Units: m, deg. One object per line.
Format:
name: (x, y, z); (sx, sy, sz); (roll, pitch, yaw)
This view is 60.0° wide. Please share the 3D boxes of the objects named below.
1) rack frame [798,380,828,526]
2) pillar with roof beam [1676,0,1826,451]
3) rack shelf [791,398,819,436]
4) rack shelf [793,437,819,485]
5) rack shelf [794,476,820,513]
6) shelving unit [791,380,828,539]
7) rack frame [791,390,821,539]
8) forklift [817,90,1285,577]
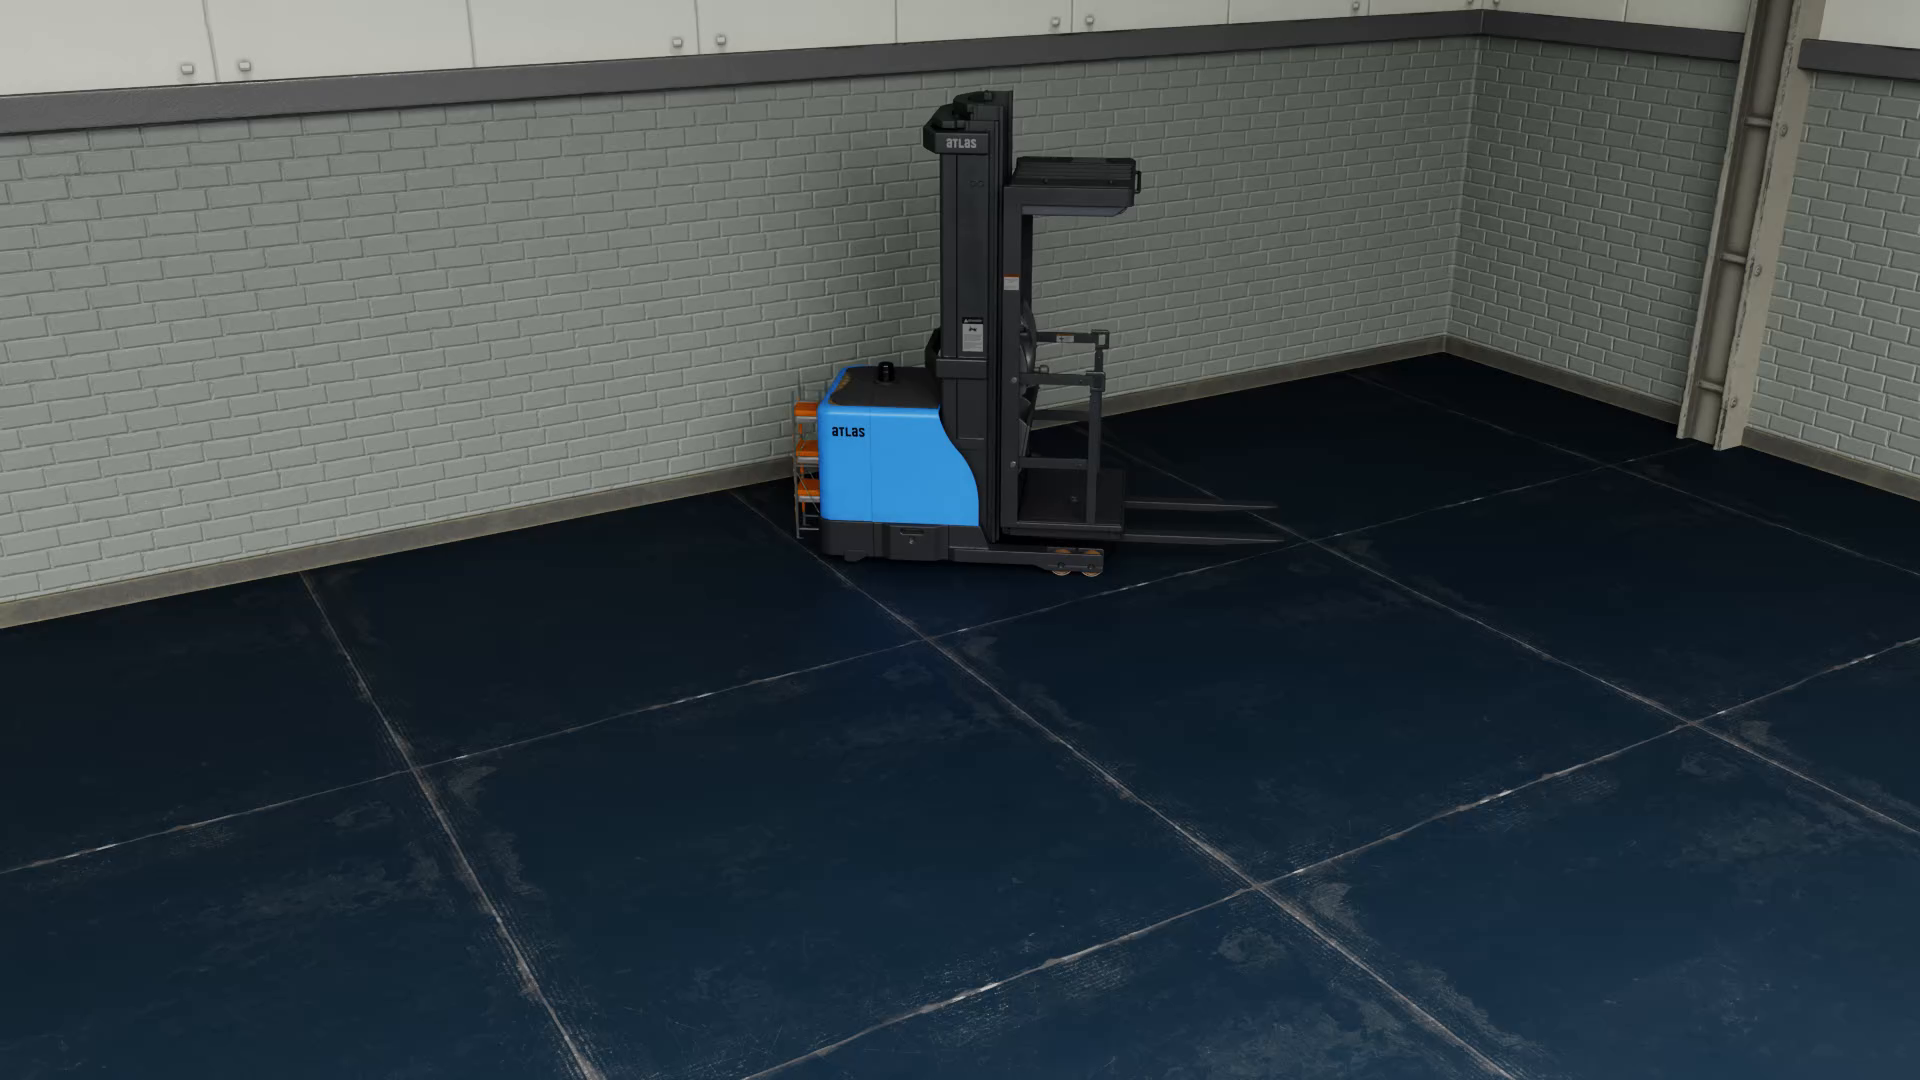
rack frame: (-0.990, -0.586, 11.359); (0.200, 1.050, 0.008); (2, 22, 5)
pillar with roof beam: (2.275, -4.134, 9.531); (9.100, 9.000, 0.400); (-13, 25, -28)
rack shelf: (-1.001, -0.793, 11.143); (0.215, 0.259, 0.240); (2, 22, 5)
rack shelf: (-1.001, -0.530, 11.250); (0.215, 0.259, 0.240); (2, 22, 5)
rack shelf: (-1.001, -0.273, 11.355); (0.215, 0.259, 0.240); (2, 22, 5)
shelving unit: (-1.001, -0.540, 11.246); (0.215, 1.050, 0.252); (2, 22, 5)
rack frame: (-1.013, -0.494, 11.134); (0.200, 1.050, 0.008); (2, 22, 5)
forklift: (0.624, -1.333, 10.697); (3.031, 2.935, 1.130); (2, 22, 6)
